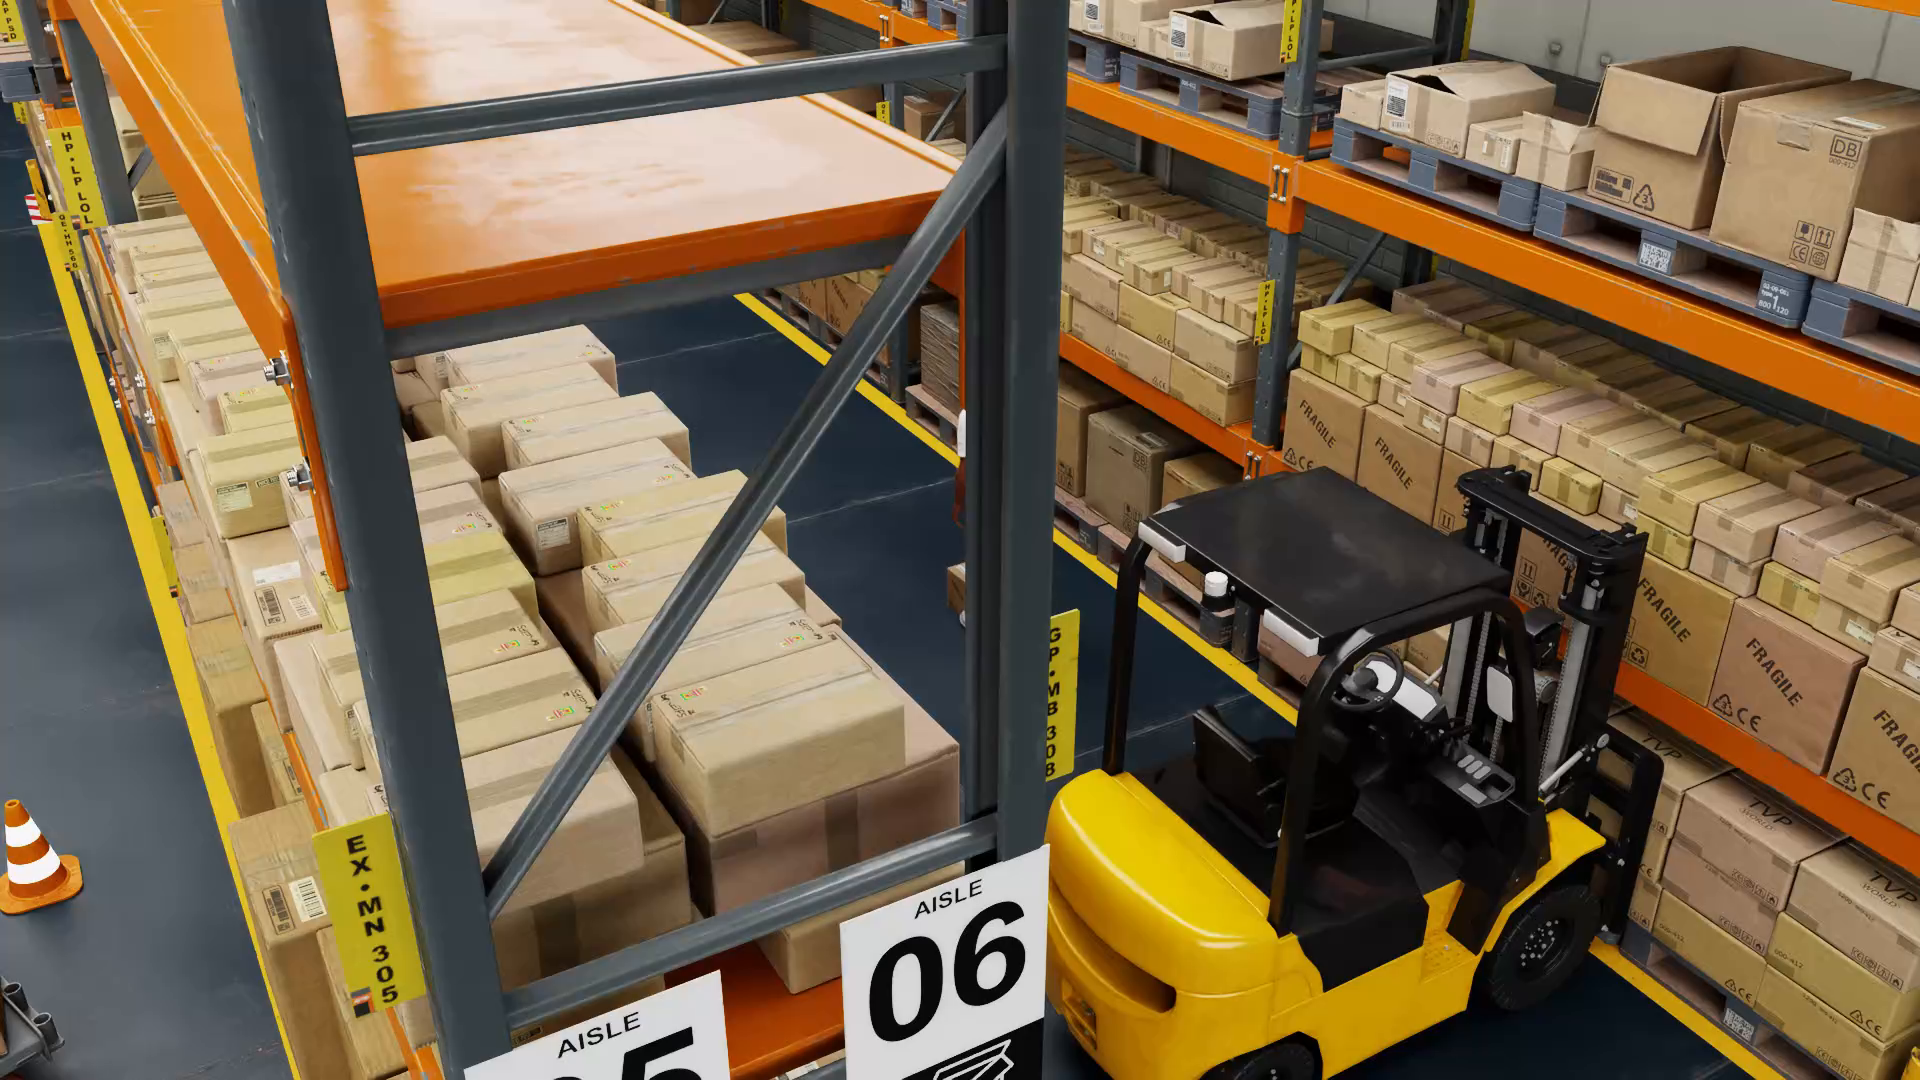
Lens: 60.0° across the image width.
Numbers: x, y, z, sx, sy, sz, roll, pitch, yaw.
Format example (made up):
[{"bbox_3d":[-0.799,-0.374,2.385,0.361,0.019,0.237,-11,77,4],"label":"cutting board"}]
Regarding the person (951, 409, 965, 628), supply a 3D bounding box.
[{"bbox_3d":[0.218,-0.280,9.055,0.630,1.759,0.460,-18,34,-29],"label":"person"}]
